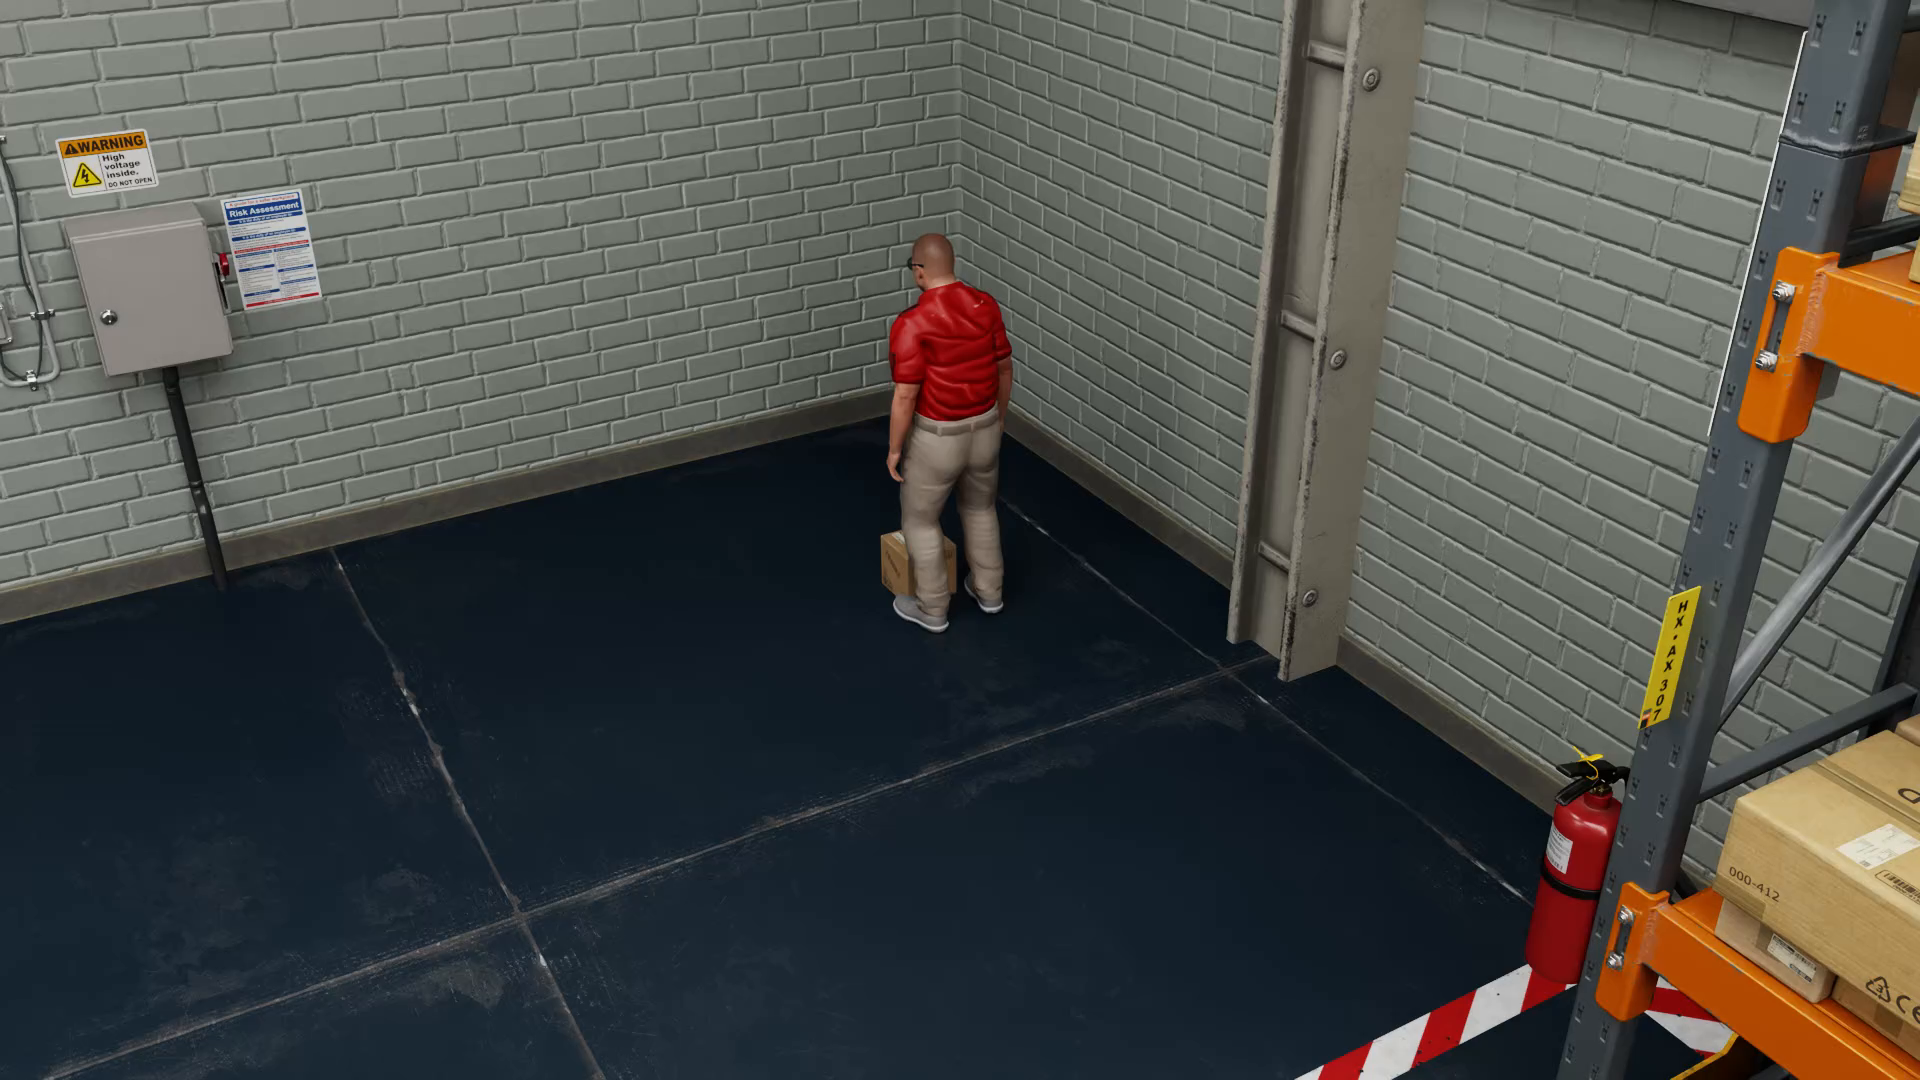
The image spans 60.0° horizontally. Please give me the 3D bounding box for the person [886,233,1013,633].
[{"bbox_3d":[-0.051,-0.432,6.926,0.592,1.725,0.393,-18,33,-29],"label":"person"}]
